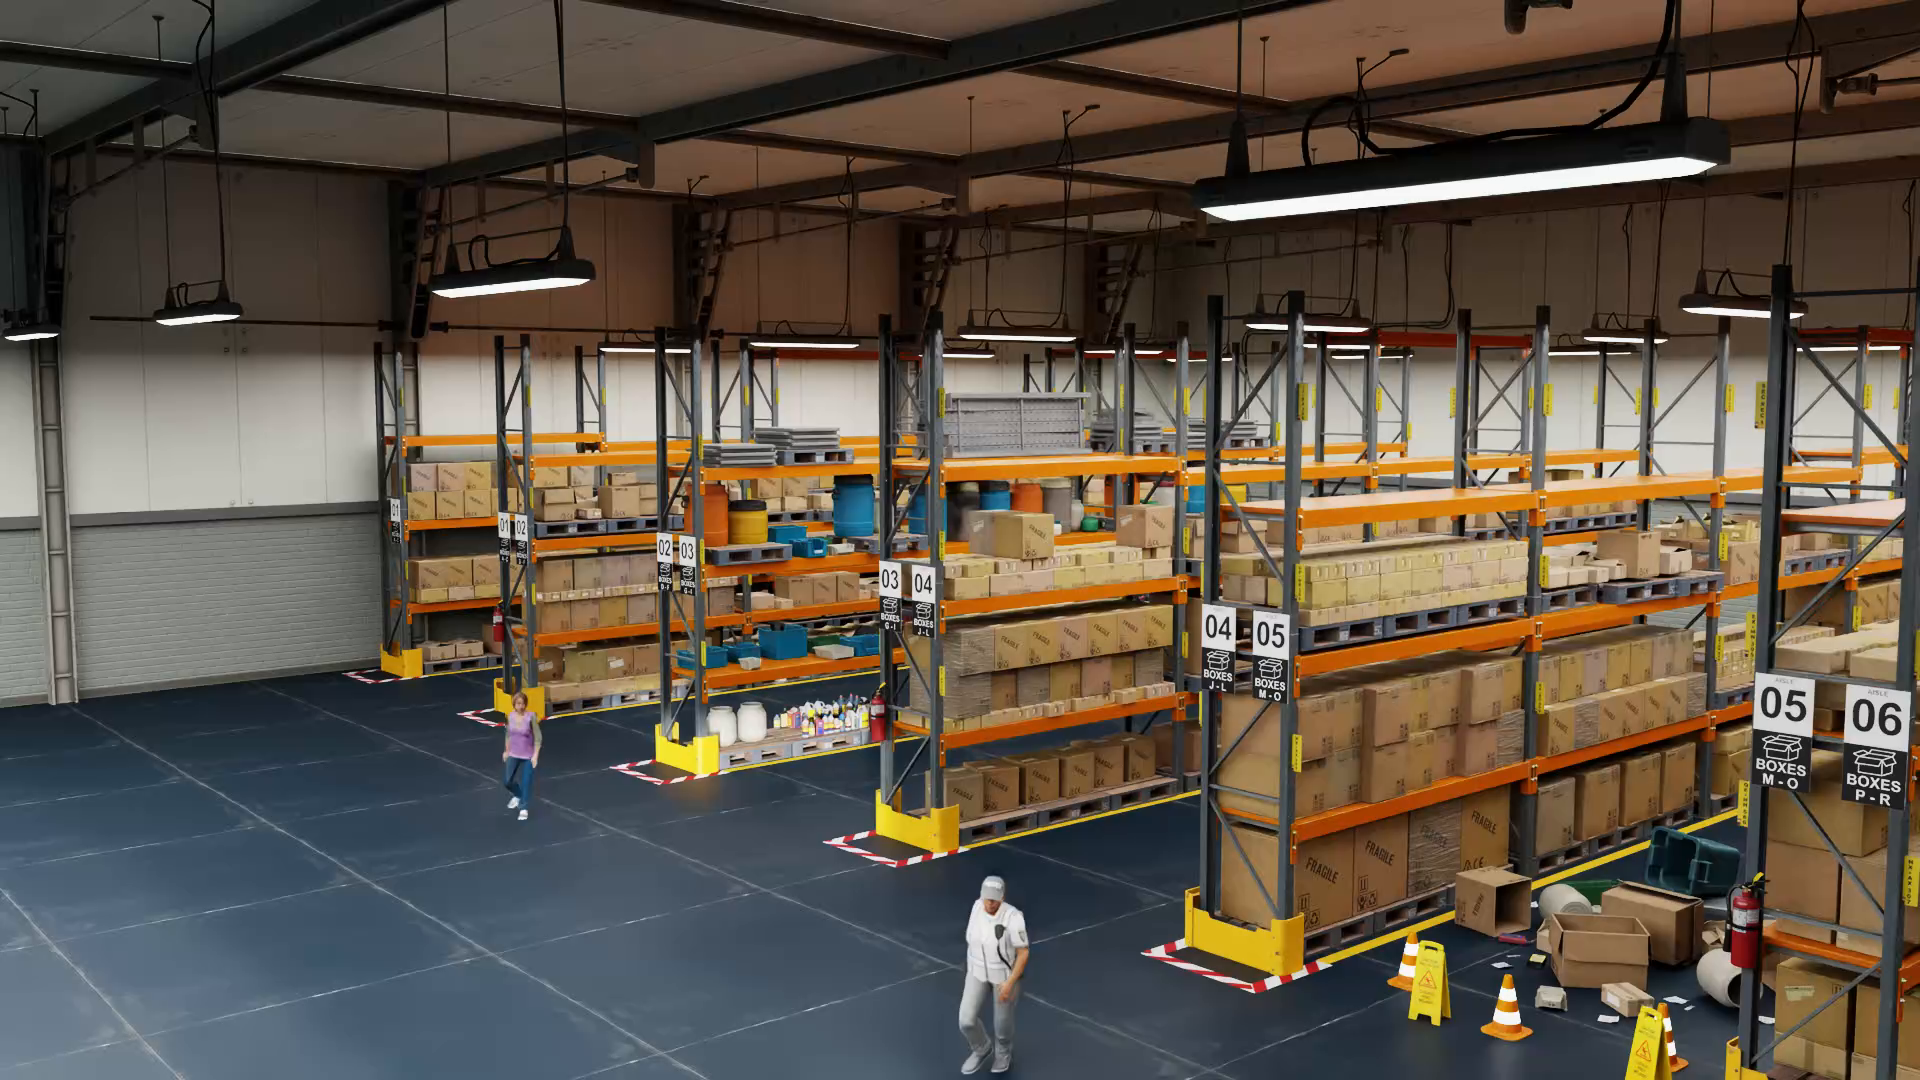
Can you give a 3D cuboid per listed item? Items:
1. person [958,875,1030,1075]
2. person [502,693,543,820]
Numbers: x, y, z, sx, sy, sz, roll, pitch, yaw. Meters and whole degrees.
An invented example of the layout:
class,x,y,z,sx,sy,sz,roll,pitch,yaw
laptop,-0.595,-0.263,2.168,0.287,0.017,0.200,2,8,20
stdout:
class,x,y,z,sx,sy,sz,roll,pitch,yaw
person,0.267,3.238,12.344,0.527,1.606,0.748,2,6,20
person,-5.225,2.579,19.870,0.550,1.572,0.501,0,5,5
